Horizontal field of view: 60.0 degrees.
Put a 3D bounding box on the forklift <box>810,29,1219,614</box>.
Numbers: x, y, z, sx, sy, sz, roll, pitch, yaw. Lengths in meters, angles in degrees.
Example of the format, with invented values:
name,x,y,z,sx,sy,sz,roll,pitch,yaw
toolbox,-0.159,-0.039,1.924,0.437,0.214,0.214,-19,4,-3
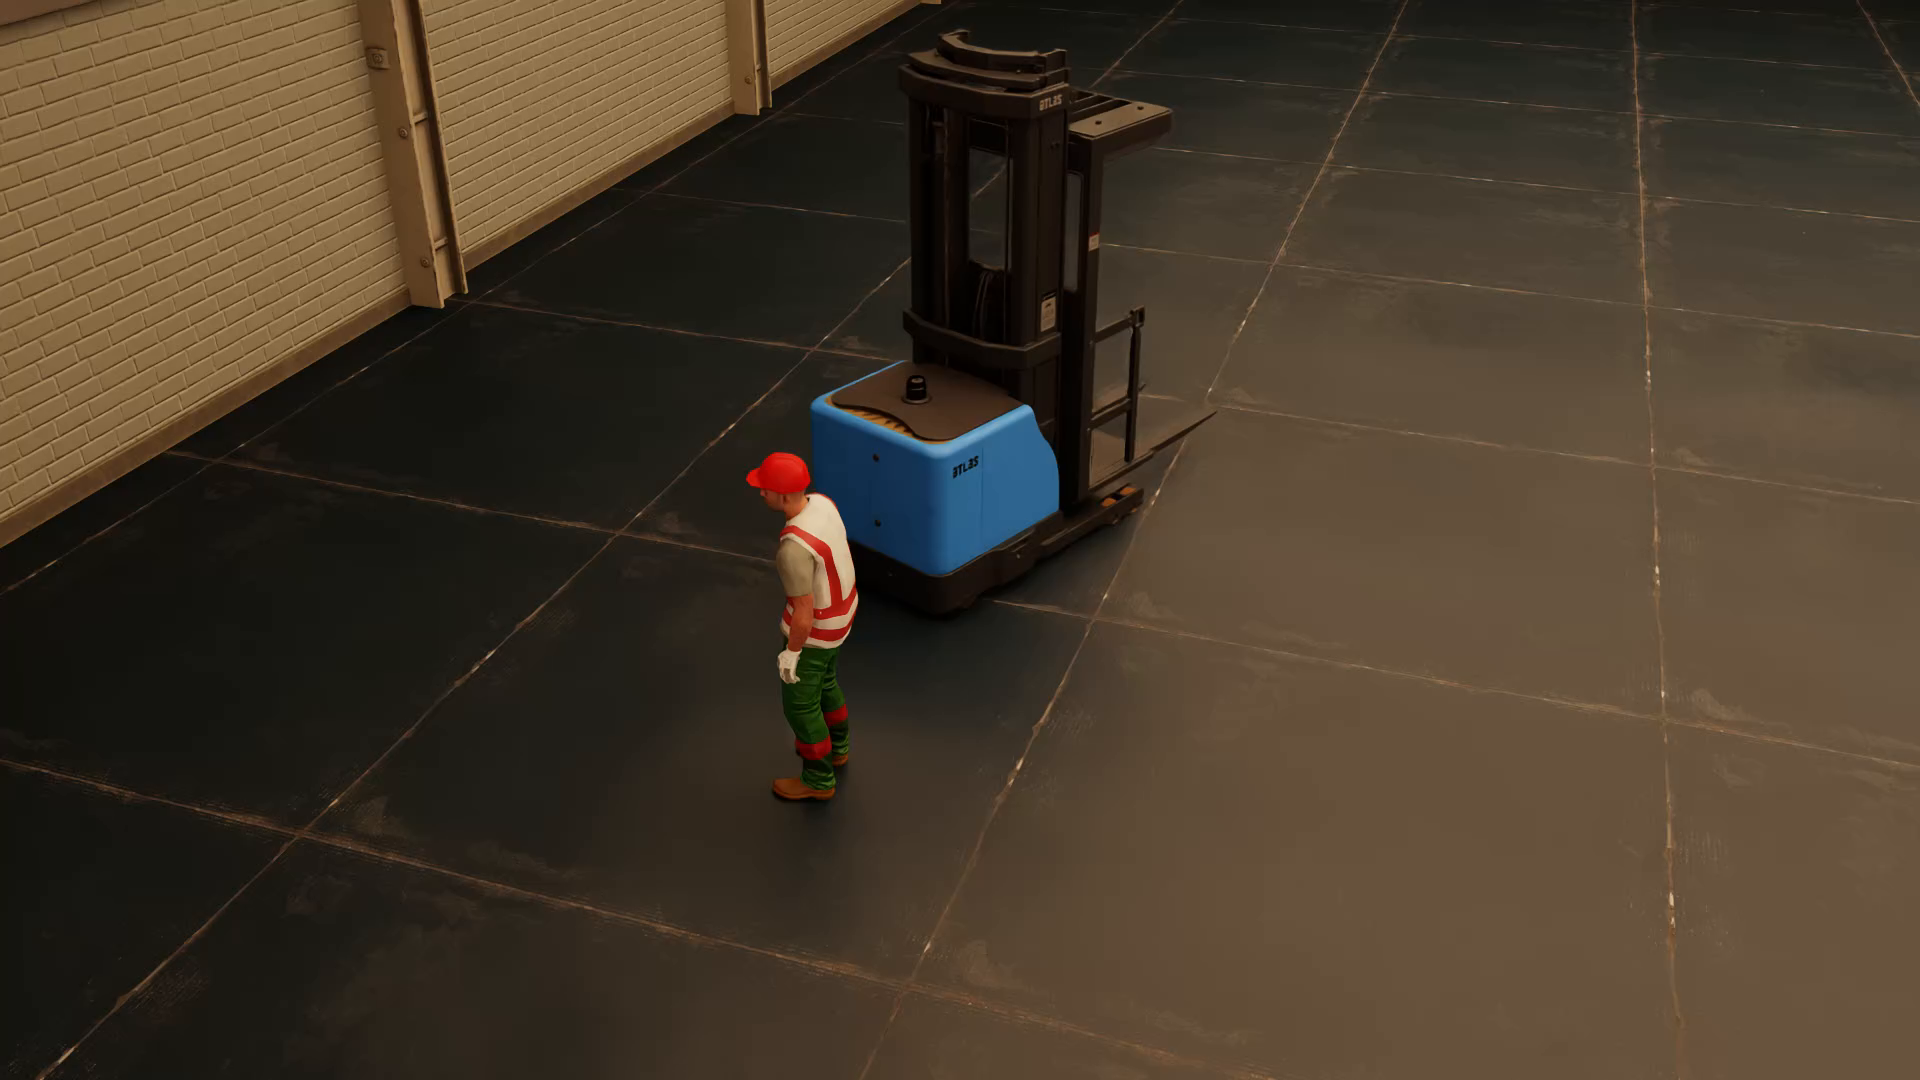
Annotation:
name,x,y,z,sx,sy,sz,roll,pitch,yaw
forklift,0.496,-1.514,9.792,1.130,2.935,3.031,24,37,35

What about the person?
name,x,y,z,sx,sy,sz,roll,pitch,yaw
person,-0.701,0.392,7.617,0.451,1.777,0.610,6,30,11
